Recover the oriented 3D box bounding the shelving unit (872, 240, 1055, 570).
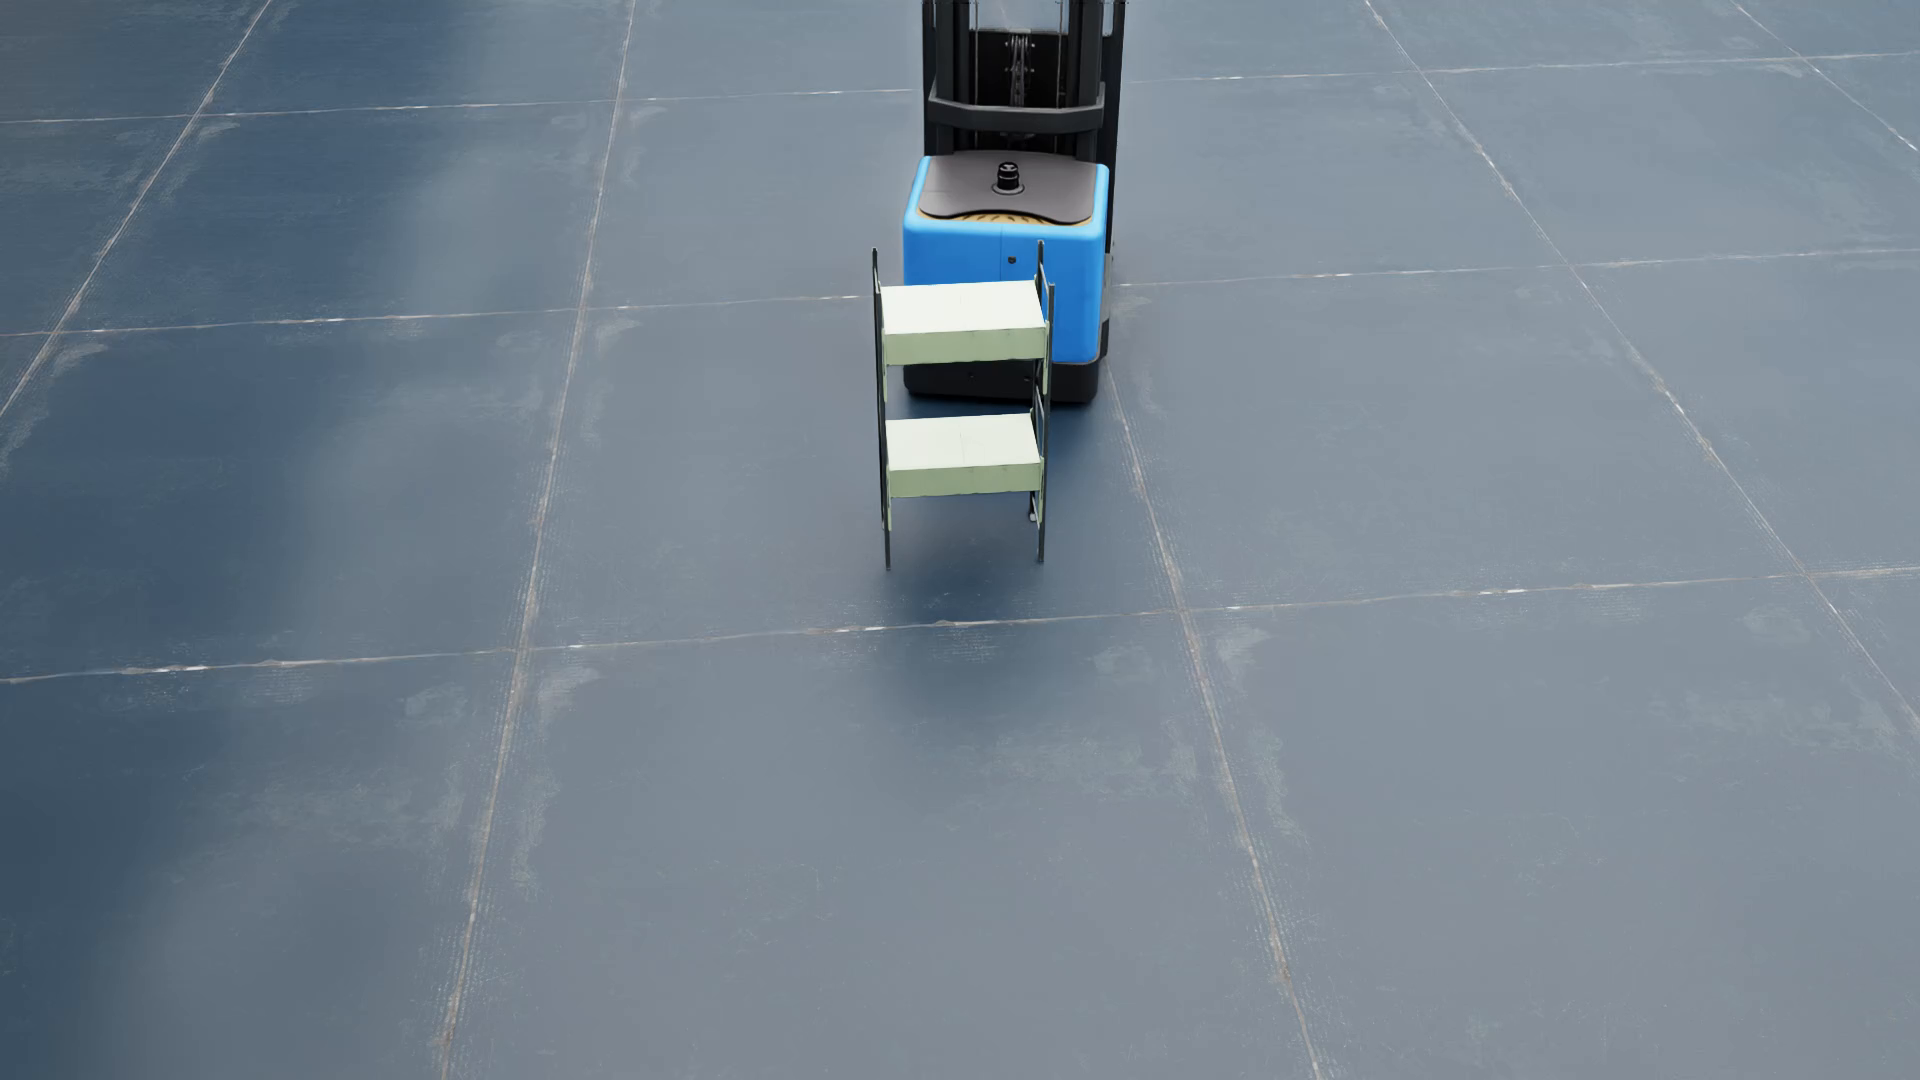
[{"bbox_3d":[0.007,-0.589,7.608,0.755,1.500,0.431,-3,38,-4],"label":"shelving unit"}]

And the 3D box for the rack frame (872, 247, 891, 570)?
[{"bbox_3d":[-0.358,-0.569,7.582,0.023,1.500,0.400,-3,38,-4],"label":"rack frame"}]

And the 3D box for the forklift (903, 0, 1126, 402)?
[{"bbox_3d":[0.367,-2.790,9.242,1.130,2.935,3.031,4,38,5],"label":"forklift"}]

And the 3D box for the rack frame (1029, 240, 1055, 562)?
[{"bbox_3d":[0.371,-0.609,7.633,0.023,1.500,0.400,-3,38,-4],"label":"rack frame"}]

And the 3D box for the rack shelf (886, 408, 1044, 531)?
[{"bbox_3d":[0.007,-0.333,7.810,0.720,0.370,0.431,-3,38,-4],"label":"rack shelf"}]

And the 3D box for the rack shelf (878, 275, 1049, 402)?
[{"bbox_3d":[0.007,-0.896,7.366,0.720,0.370,0.431,-3,38,-4],"label":"rack shelf"}]
